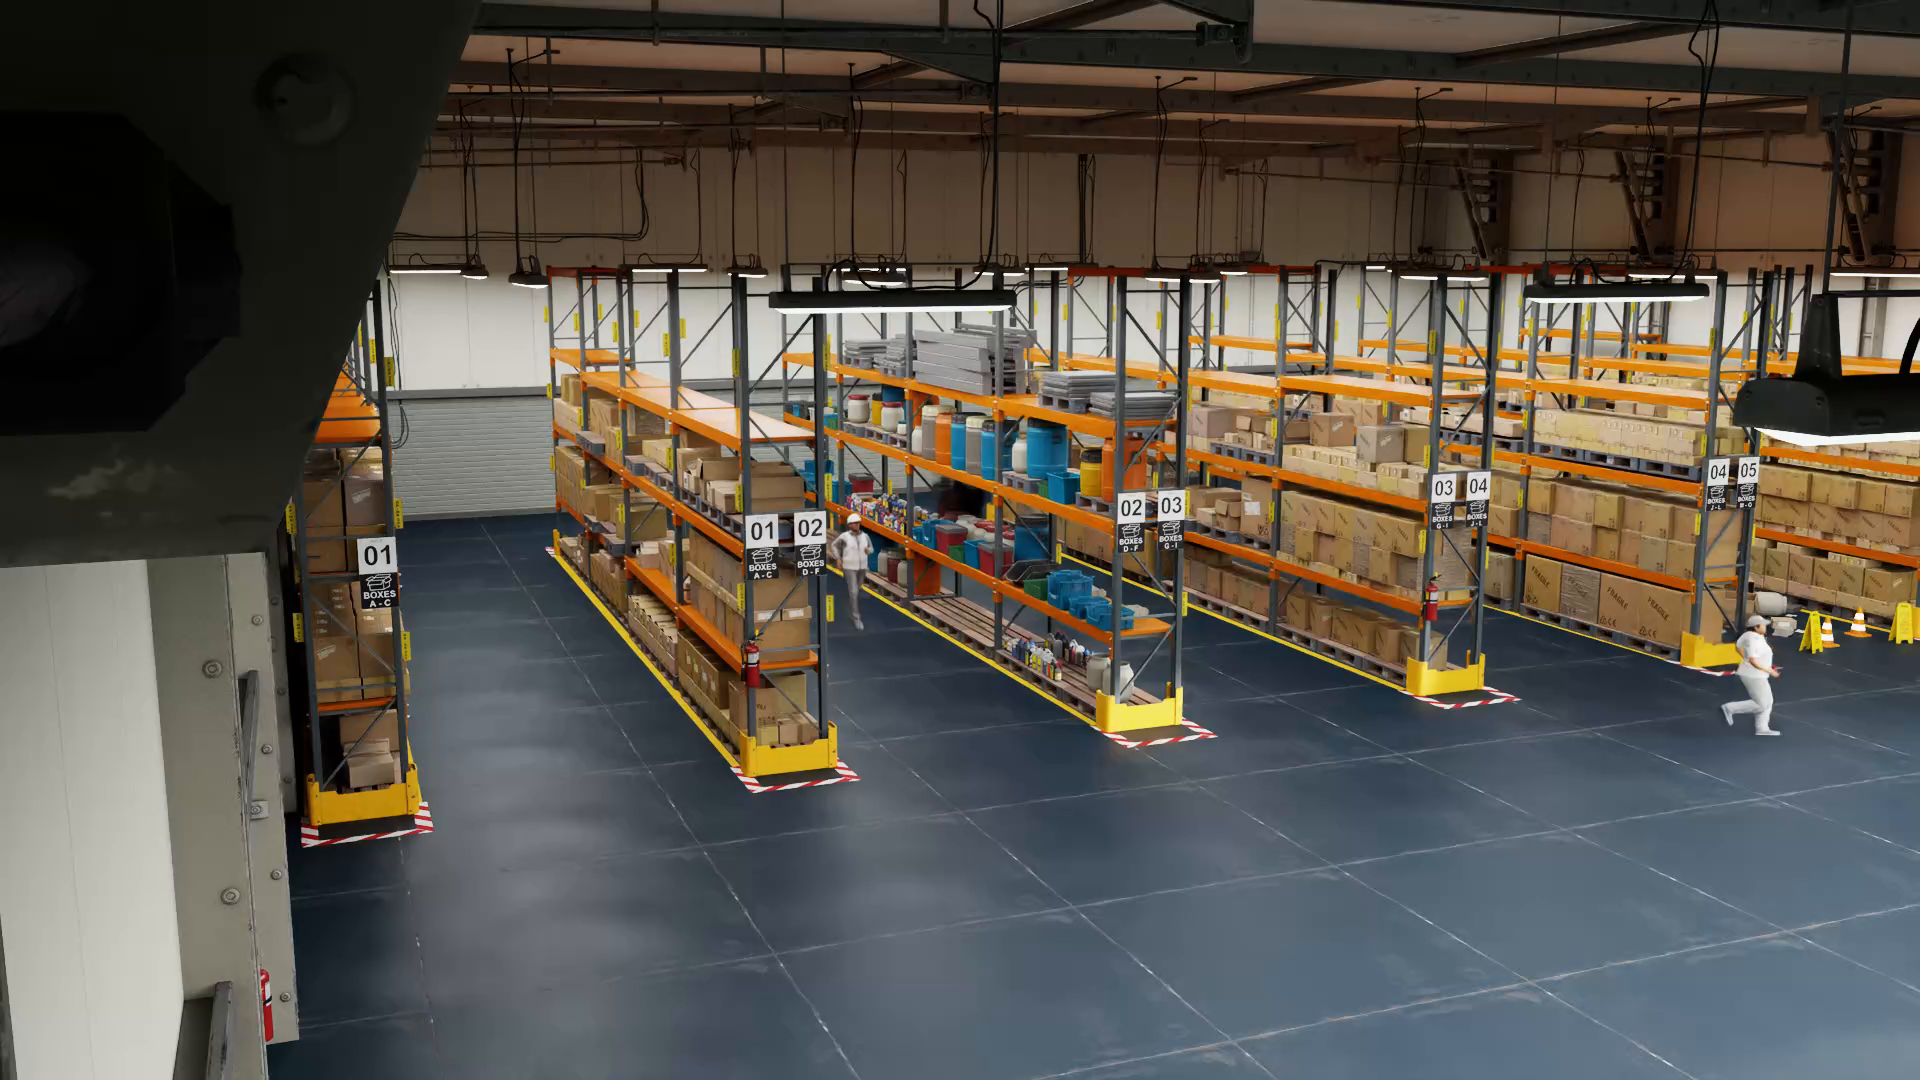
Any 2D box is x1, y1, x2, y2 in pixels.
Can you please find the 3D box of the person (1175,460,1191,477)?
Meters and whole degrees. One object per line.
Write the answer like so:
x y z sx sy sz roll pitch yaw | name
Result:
5.572 -1.735 41.734 0.621 1.764 0.804 2 10 10 | person

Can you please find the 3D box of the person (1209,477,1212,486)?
5.052 -0.414 33.976 0.709 1.775 0.718 -5 11 -25 | person

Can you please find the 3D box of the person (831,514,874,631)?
-1.702 0.489 26.995 0.633 1.843 0.771 -6 12 -33 | person

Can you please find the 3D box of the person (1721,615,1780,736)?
10.411 1.780 21.825 0.769 1.624 0.621 2 10 13 | person
